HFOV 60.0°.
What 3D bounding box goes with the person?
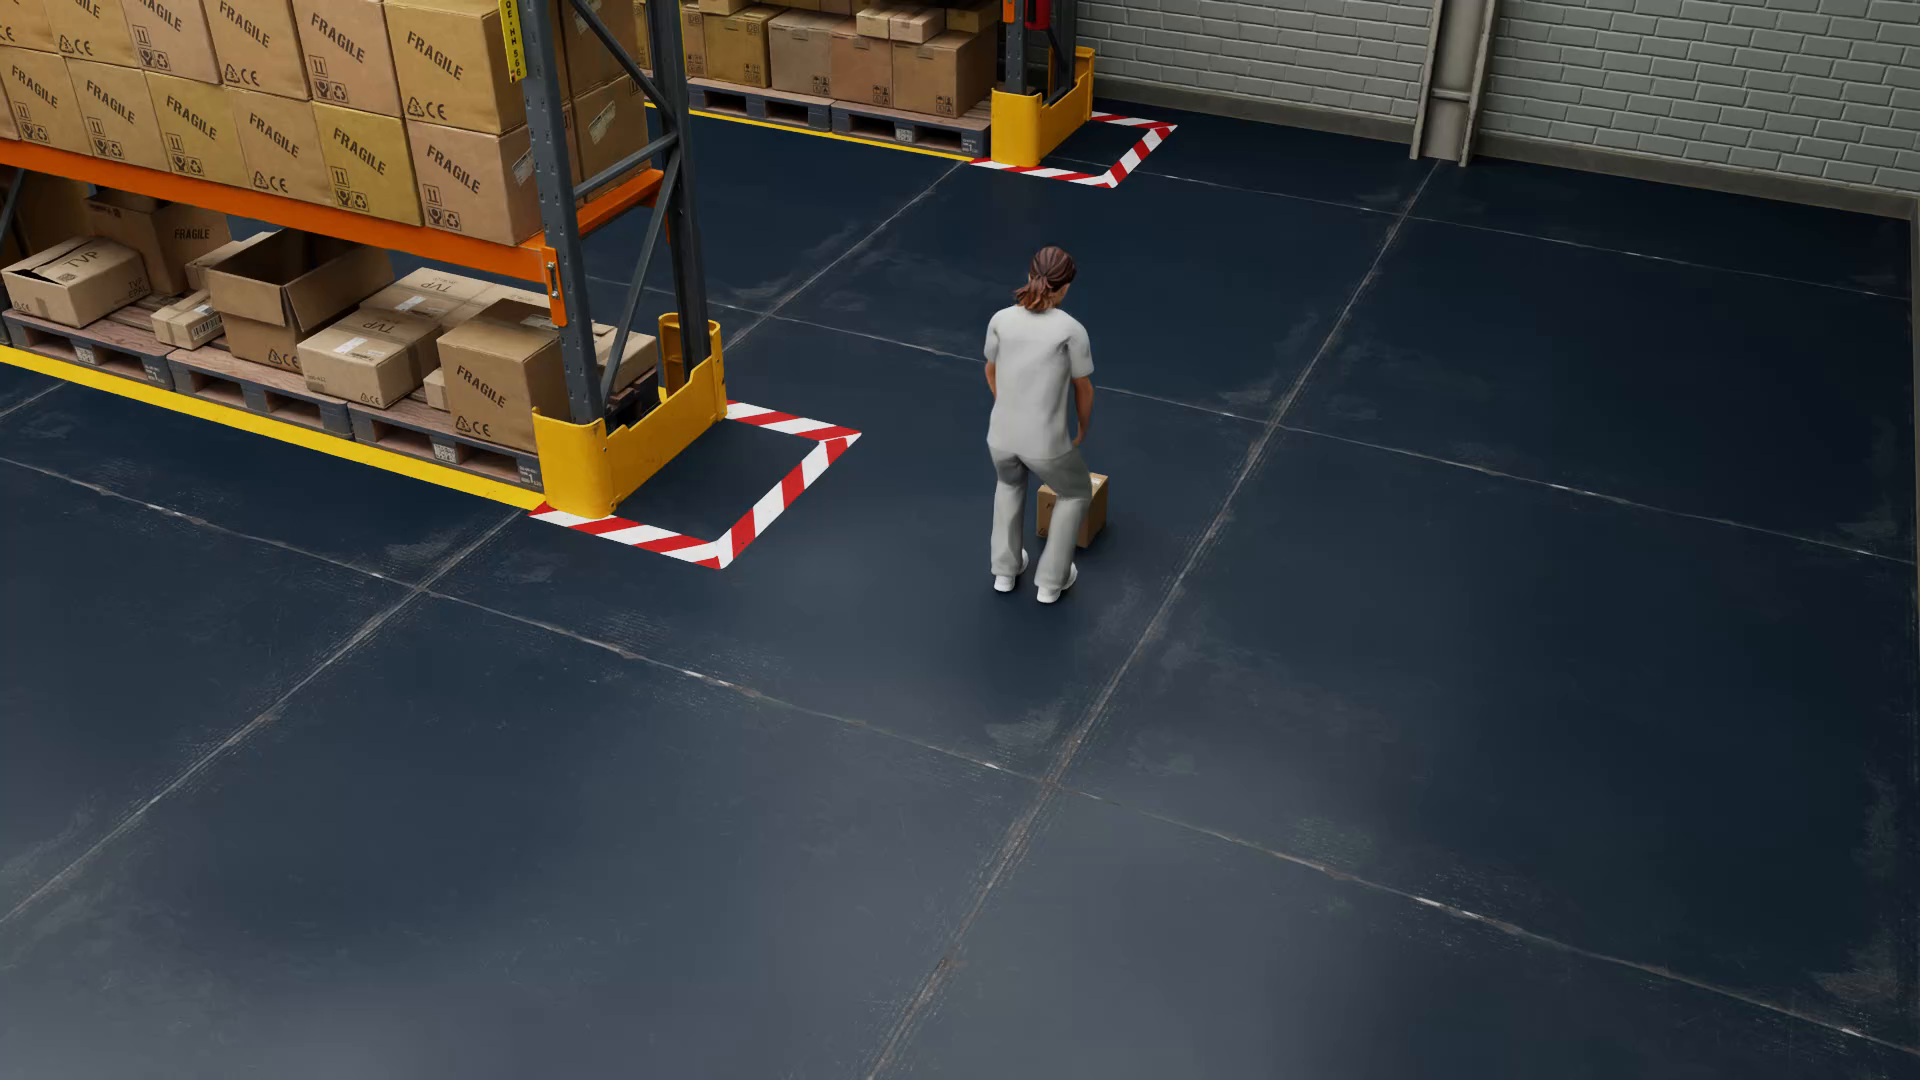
[{"bbox_3d":[0.311,-0.457,6.997,0.483,1.494,0.529,15,37,21],"label":"person"}]
